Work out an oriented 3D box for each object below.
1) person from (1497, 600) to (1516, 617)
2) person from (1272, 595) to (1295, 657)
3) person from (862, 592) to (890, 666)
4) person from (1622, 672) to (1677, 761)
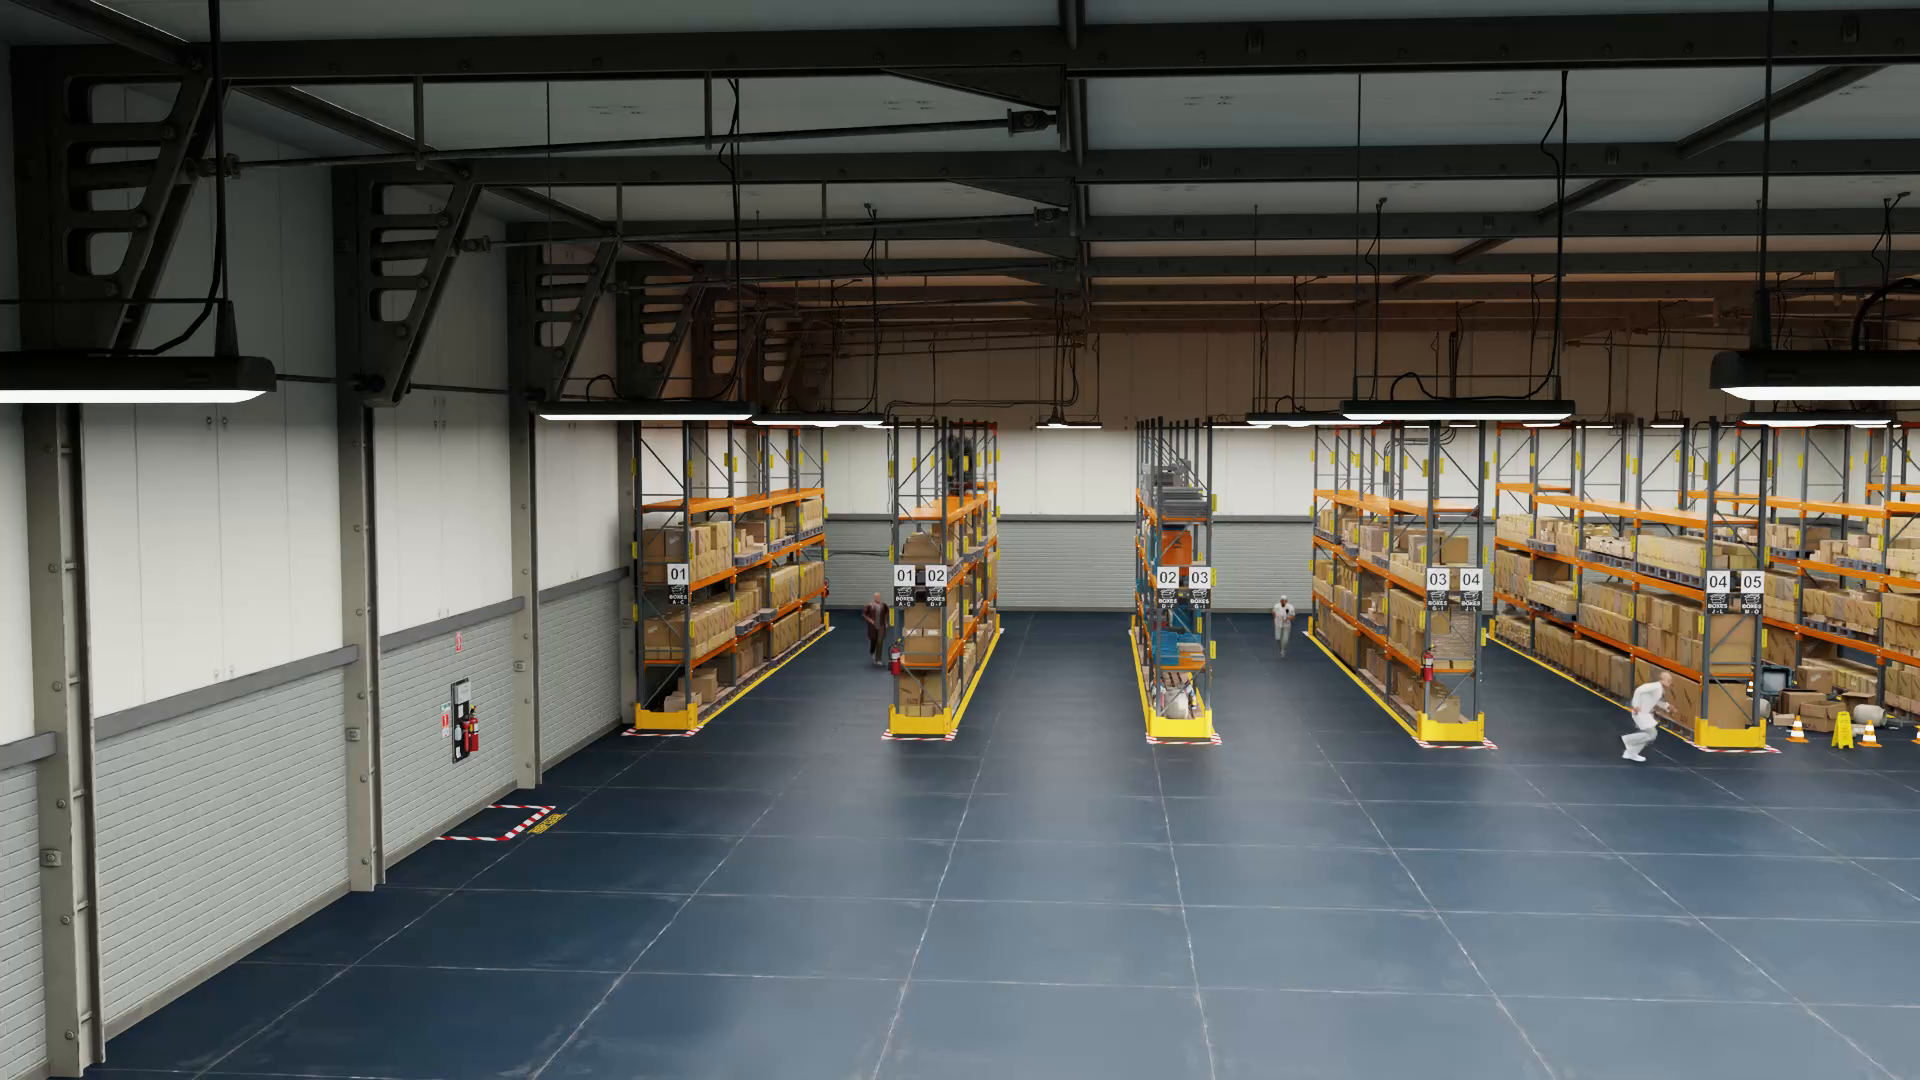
[{"bbox_3d":[15.651,1.764,47.469,0.569,1.719,0.721,3,5,35],"label":"person"},{"bbox_3d":[8.139,2.174,41.857,0.565,1.588,0.705,1,4,13],"label":"person"},{"bbox_3d":[-2.064,2.170,40.929,0.712,1.776,0.954,-1,4,-10],"label":"person"},{"bbox_3d":[11.894,3.057,28.719,0.865,1.599,0.737,3,5,40],"label":"person"}]
